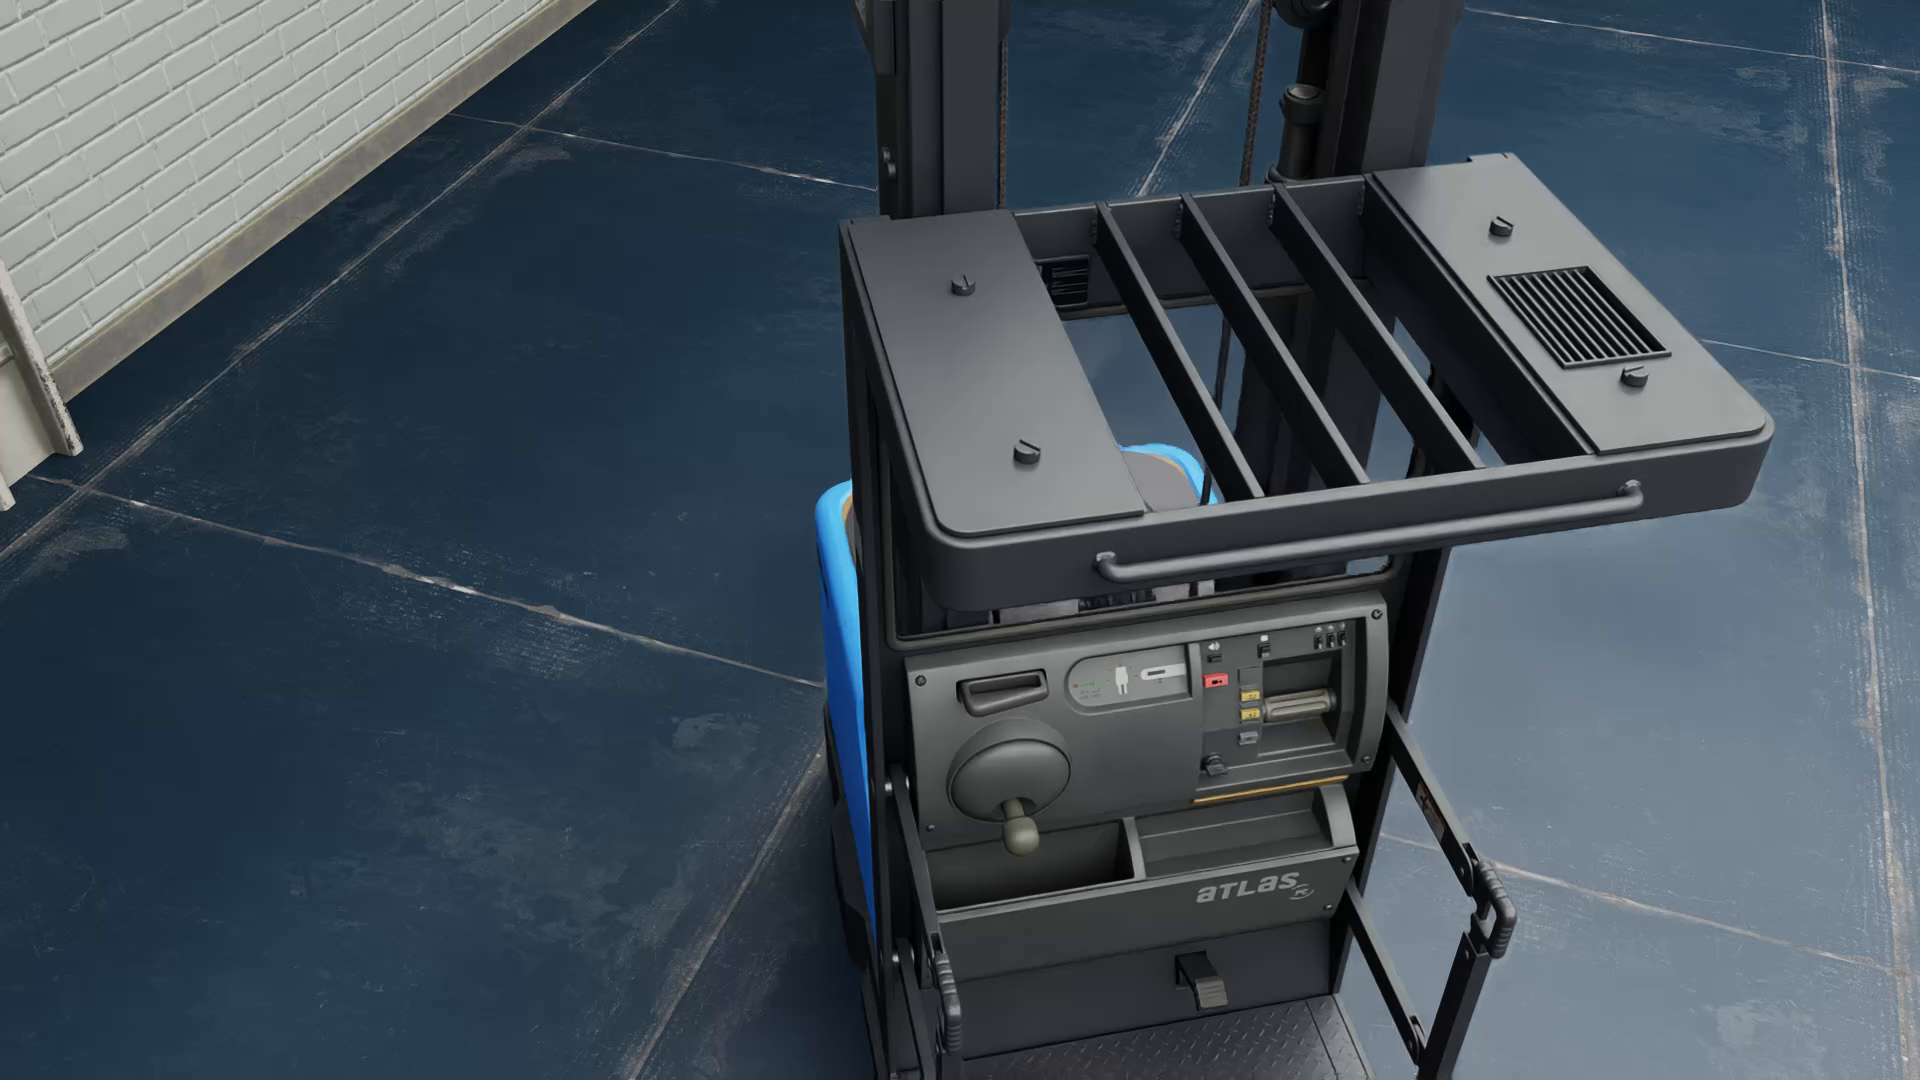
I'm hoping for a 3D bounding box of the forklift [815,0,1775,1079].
[{"bbox_3d":[0.410,0.429,2.989,1.130,2.935,3.031,-8,41,-9],"label":"forklift"}]

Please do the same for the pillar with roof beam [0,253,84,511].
[{"bbox_3d":[0.598,-2.723,2.008,9.100,9.000,0.400,13,42,15],"label":"pillar with roof beam"}]
